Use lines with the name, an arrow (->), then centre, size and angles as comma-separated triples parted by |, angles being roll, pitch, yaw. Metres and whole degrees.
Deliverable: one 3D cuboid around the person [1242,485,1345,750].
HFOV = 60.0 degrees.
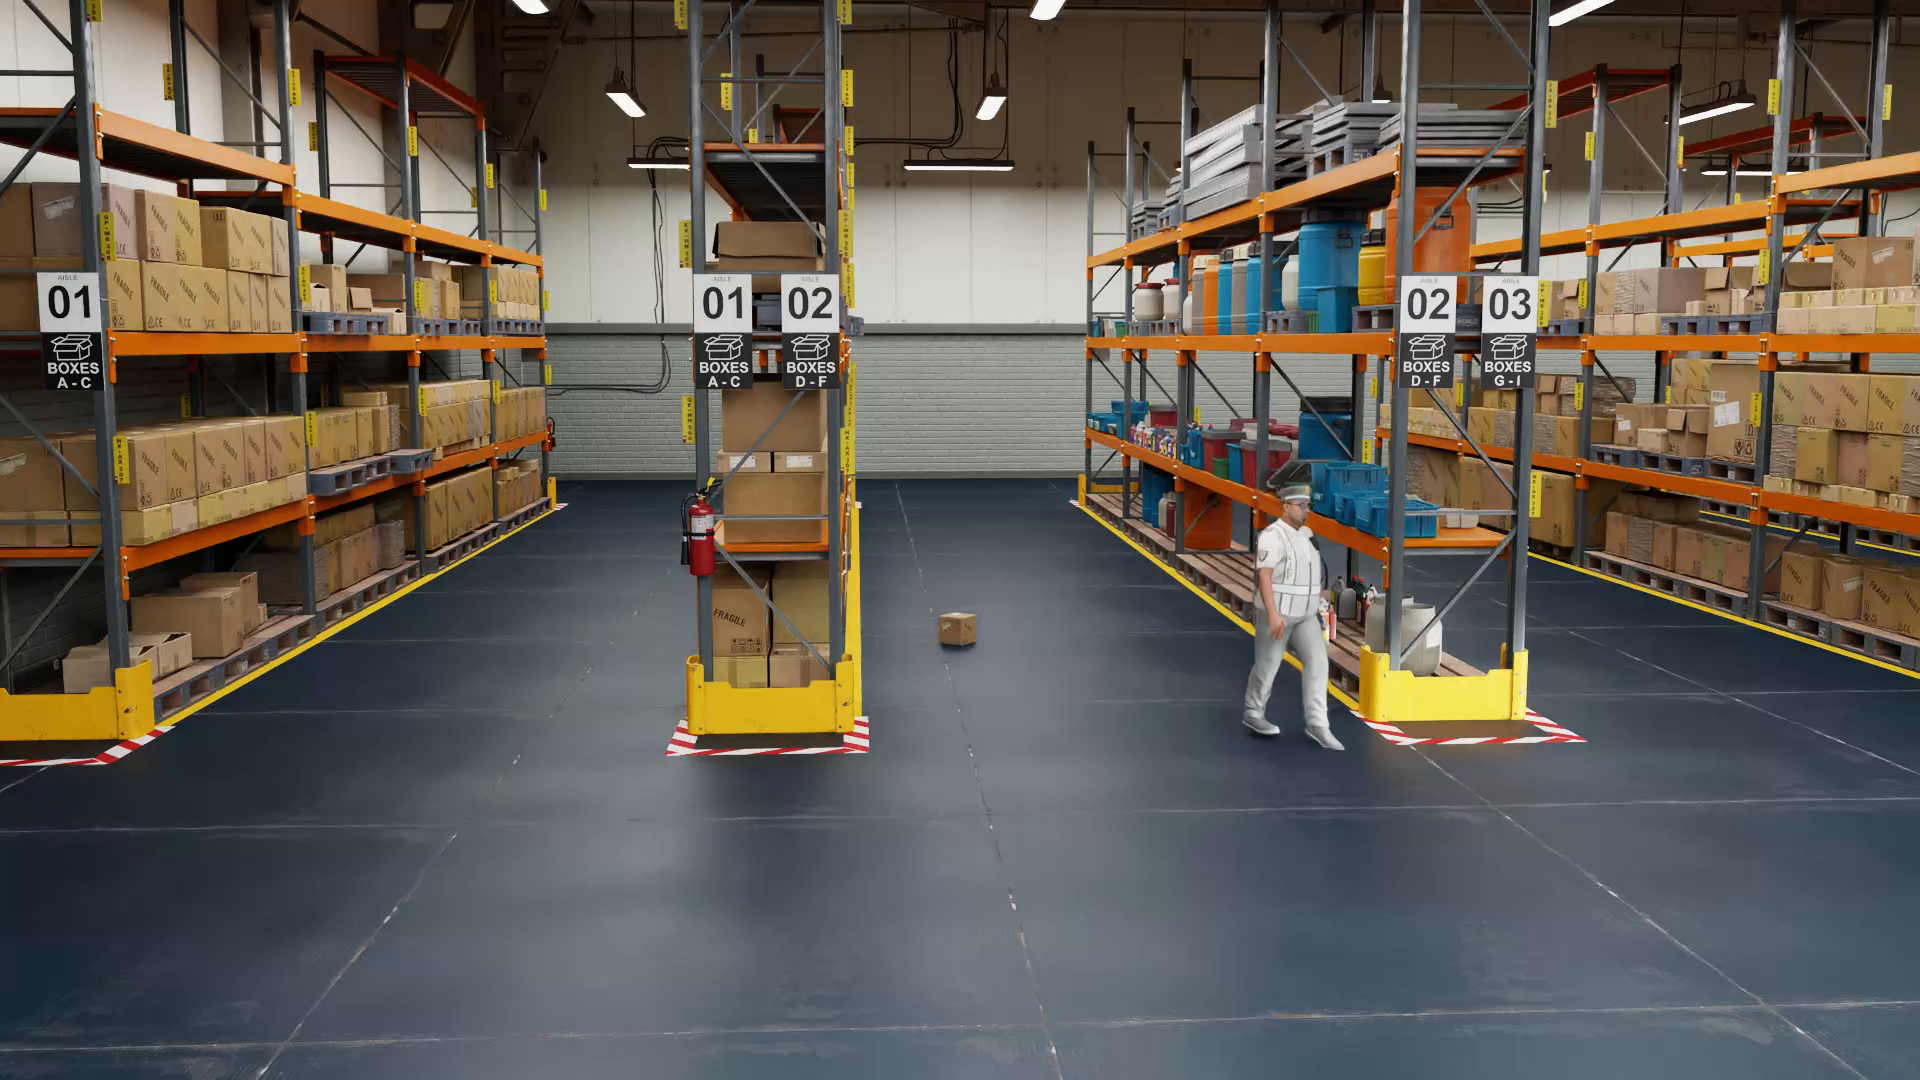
person -> 2.284, 0.527, 11.374 | 0.600, 1.809, 0.771 | -5, 8, -34
